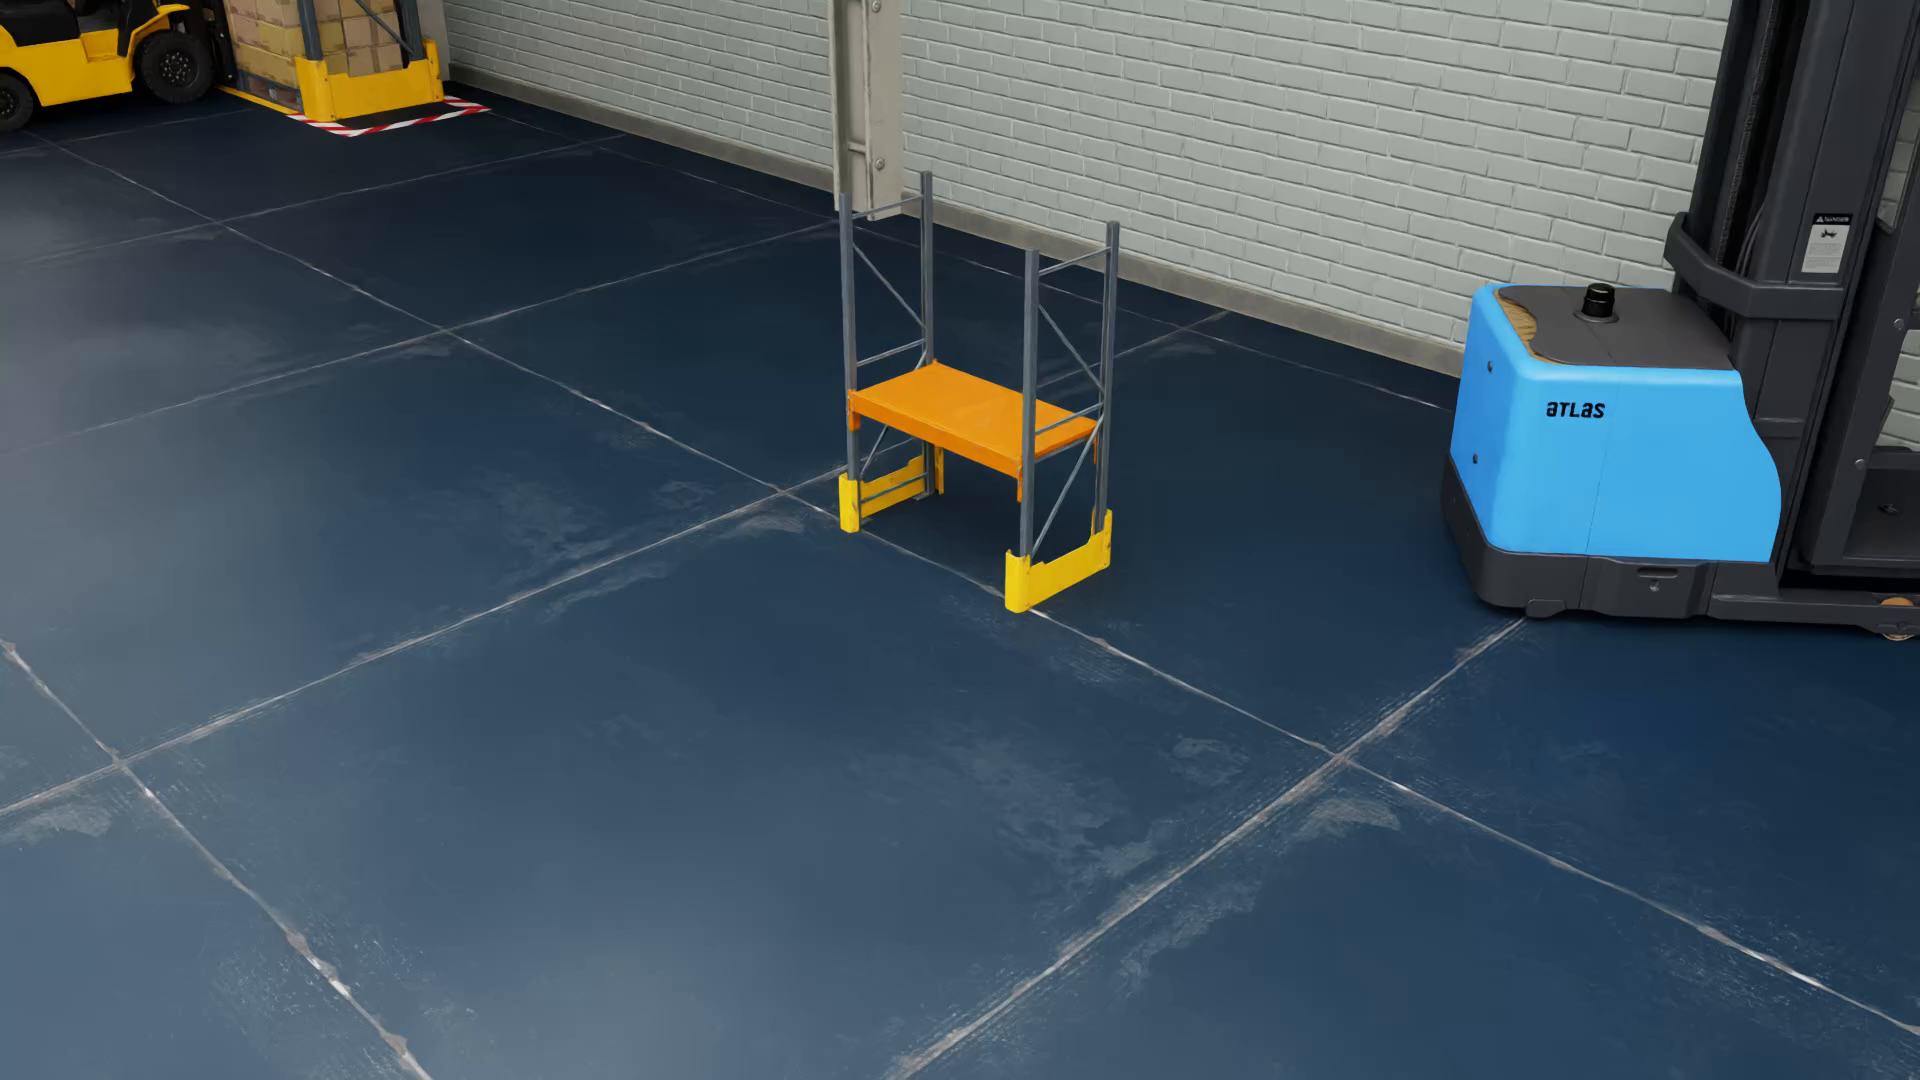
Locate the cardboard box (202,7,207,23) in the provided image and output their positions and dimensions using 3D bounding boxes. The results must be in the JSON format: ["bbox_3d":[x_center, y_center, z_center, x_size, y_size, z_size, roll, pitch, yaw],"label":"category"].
[{"bbox_3d":[-6.702,-4.799,15.119,0.500,0.250,0.500,24,36,38],"label":"cardboard box"}]

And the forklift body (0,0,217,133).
[{"bbox_3d":[-7.679,-4.698,13.873,1.214,2.155,2.313,25,36,38],"label":"forklift body"}]

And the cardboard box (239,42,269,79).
[{"bbox_3d":[-5.953,-4.243,14.599,0.500,0.250,0.500,25,36,38],"label":"cardboard box"}]

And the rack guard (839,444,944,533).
[{"bbox_3d":[-0.301,-0.248,7.454,0.087,0.250,0.587,25,36,38],"label":"rack guard"}]

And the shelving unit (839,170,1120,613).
[{"bbox_3d":[0.054,-0.639,6.854,1.083,1.500,0.587,25,36,38],"label":"shelving unit"}]

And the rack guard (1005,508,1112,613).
[{"bbox_3d":[0.409,0.077,6.835,0.087,0.250,0.587,25,36,38],"label":"rack guard"}]

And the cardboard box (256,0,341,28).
[{"bbox_3d":[-5.595,-4.518,14.049,0.500,0.250,0.500,-24,36,-38],"label":"cardboard box"}]

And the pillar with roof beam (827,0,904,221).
[{"bbox_3d":[-3.653,-4.855,6.815,0.400,9.000,9.100,25,36,38],"label":"pillar with roof beam"}]

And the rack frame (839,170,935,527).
[{"bbox_3d":[-0.302,-0.802,7.163,0.032,1.500,0.500,25,36,38],"label":"rack frame"}]

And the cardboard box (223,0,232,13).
[{"bbox_3d":[-6.330,-4.844,14.669,0.500,0.250,0.500,-25,37,-39],"label":"cardboard box"}]

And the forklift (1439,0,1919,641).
[{"bbox_3d":[3.618,-1.155,6.298,3.031,2.935,1.130,2,28,4],"label":"forklift"}]

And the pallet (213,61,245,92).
[{"bbox_3d":[-6.489,-4.460,15.505,1.213,0.211,1.003,25,36,38],"label":"pallet"}]

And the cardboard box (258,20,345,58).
[{"bbox_3d":[-5.614,-4.305,14.181,0.500,0.250,0.500,24,36,38],"label":"cardboard box"}]

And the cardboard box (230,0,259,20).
[{"bbox_3d":[-5.963,-4.683,14.362,0.500,0.250,0.500,-25,36,-38],"label":"cardboard box"}]

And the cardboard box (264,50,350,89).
[{"bbox_3d":[-5.605,-4.078,14.285,0.500,0.250,0.500,25,37,39],"label":"cardboard box"}]

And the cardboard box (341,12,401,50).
[{"bbox_3d":[-5.238,-4.473,14.499,0.500,0.250,0.500,-25,36,-38],"label":"cardboard box"}]

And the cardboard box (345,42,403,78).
[{"bbox_3d":[-5.261,-4.254,14.621,0.500,0.250,0.500,25,37,39],"label":"cardboard box"}]

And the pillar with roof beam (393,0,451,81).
[{"bbox_3d":[-7.931,-6.813,10.538,0.400,9.000,9.100,25,36,38],"label":"pillar with roof beam"}]

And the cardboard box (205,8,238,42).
[{"bbox_3d":[-6.347,-4.634,14.806,0.500,0.250,0.500,24,36,37],"label":"cardboard box"}]

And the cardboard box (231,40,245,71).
[{"bbox_3d":[-6.303,-4.409,14.916,0.500,0.250,0.500,-25,37,-39],"label":"cardboard box"}]

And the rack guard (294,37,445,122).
[{"bbox_3d":[-5.031,-3.946,14.217,0.348,0.500,1.175,25,36,38],"label":"rack guard"}]

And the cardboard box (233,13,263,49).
[{"bbox_3d":[-5.965,-4.473,14.499,0.500,0.250,0.500,24,36,38],"label":"cardboard box"}]

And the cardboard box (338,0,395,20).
[{"bbox_3d":[-5.258,-4.691,14.378,0.500,0.250,0.500,24,36,38],"label":"cardboard box"}]

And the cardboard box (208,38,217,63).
[{"bbox_3d":[-6.689,-4.571,15.224,0.500,0.250,0.500,-24,36,-38],"label":"cardboard box"}]

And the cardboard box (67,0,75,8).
[{"bbox_3d":[-8.828,-5.923,17.391,0.625,0.625,0.875,24,36,38],"label":"cardboard box"}]

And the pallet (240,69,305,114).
[{"bbox_3d":[-5.623,-4.062,14.748,1.213,0.211,1.003,25,36,38],"label":"pallet"}]

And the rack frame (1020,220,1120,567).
[{"bbox_3d":[0.423,-0.470,6.533,0.032,1.500,0.500,25,36,38],"label":"rack frame"}]

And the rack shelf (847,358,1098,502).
[{"bbox_3d":[0.061,-0.477,6.932,1.000,0.185,0.538,25,36,38],"label":"rack shelf"}]

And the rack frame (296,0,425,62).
[{"bbox_3d":[-5.048,-5.060,13.651,0.127,3.000,1.000,25,36,38],"label":"rack frame"}]
